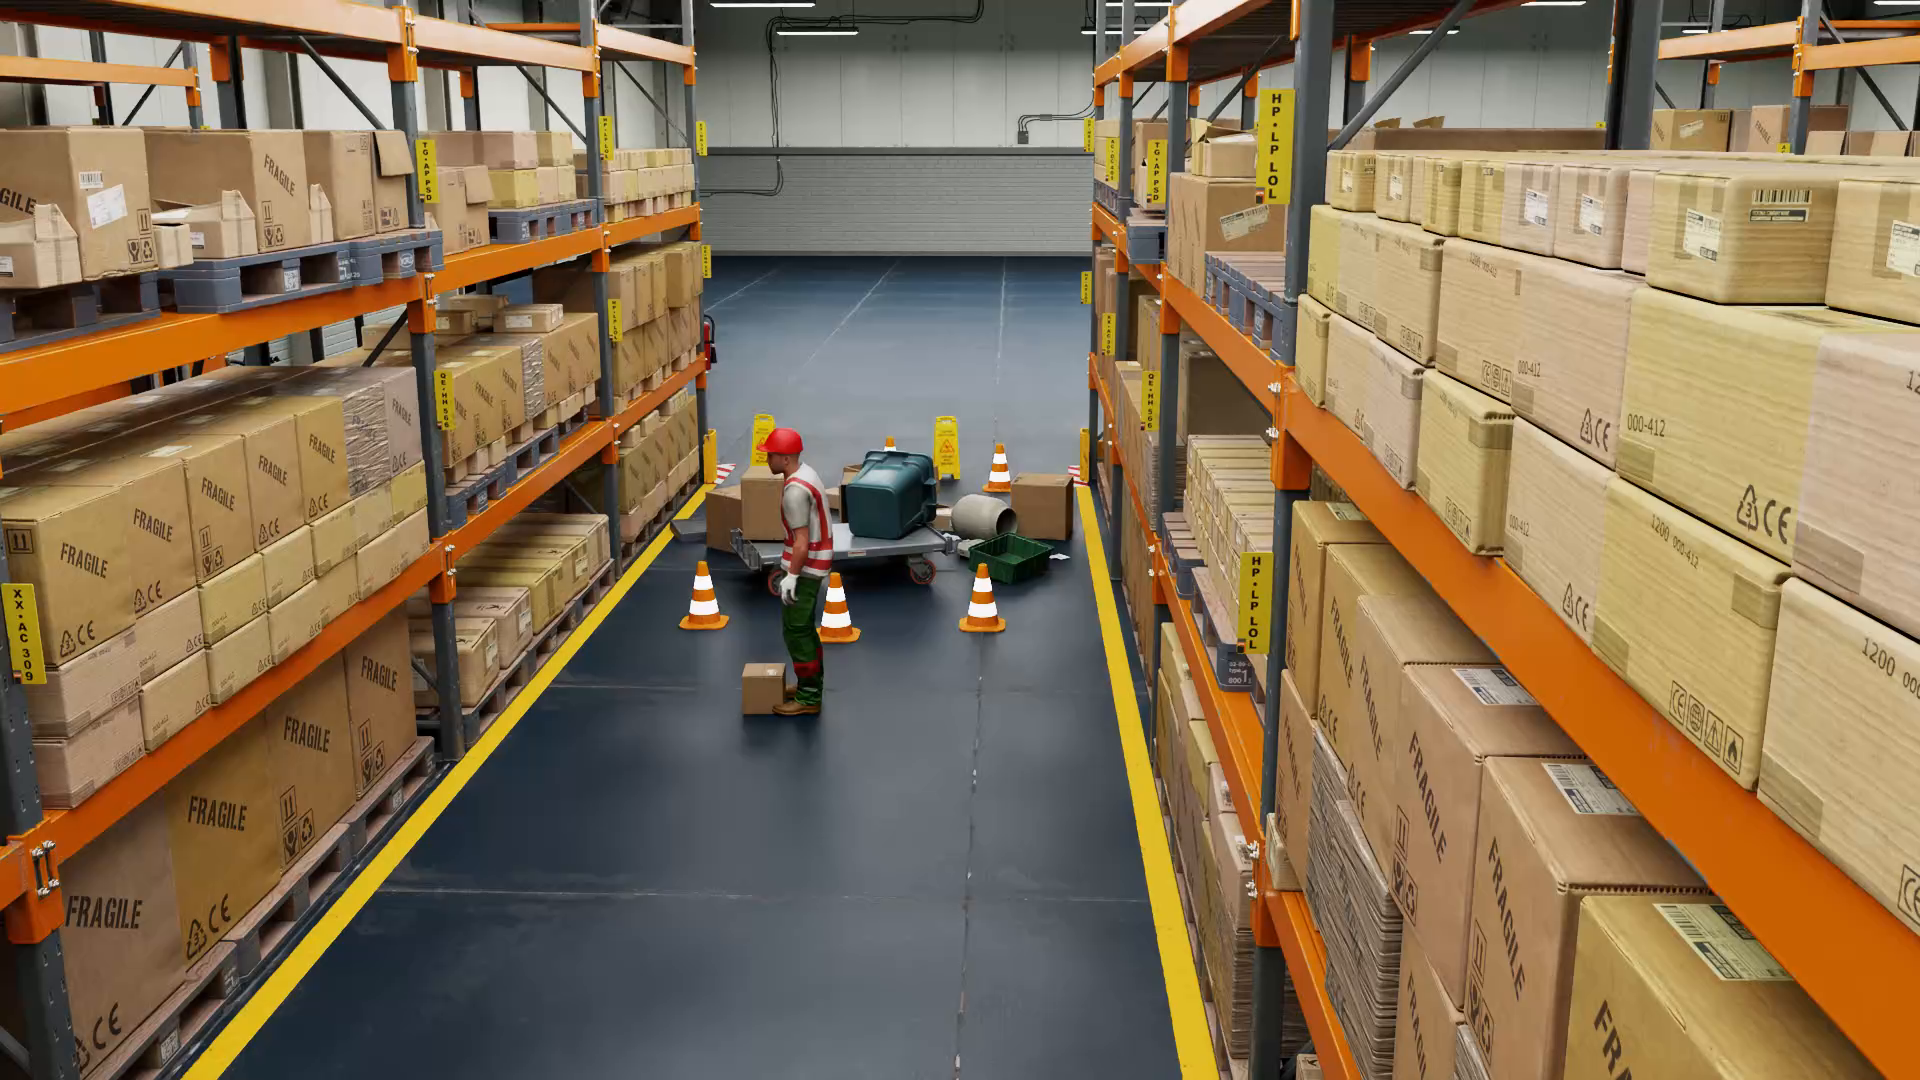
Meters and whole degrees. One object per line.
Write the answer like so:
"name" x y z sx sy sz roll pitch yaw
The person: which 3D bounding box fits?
"person" -0.998 0.186 10.207 0.454 1.779 0.609 0 14 1
